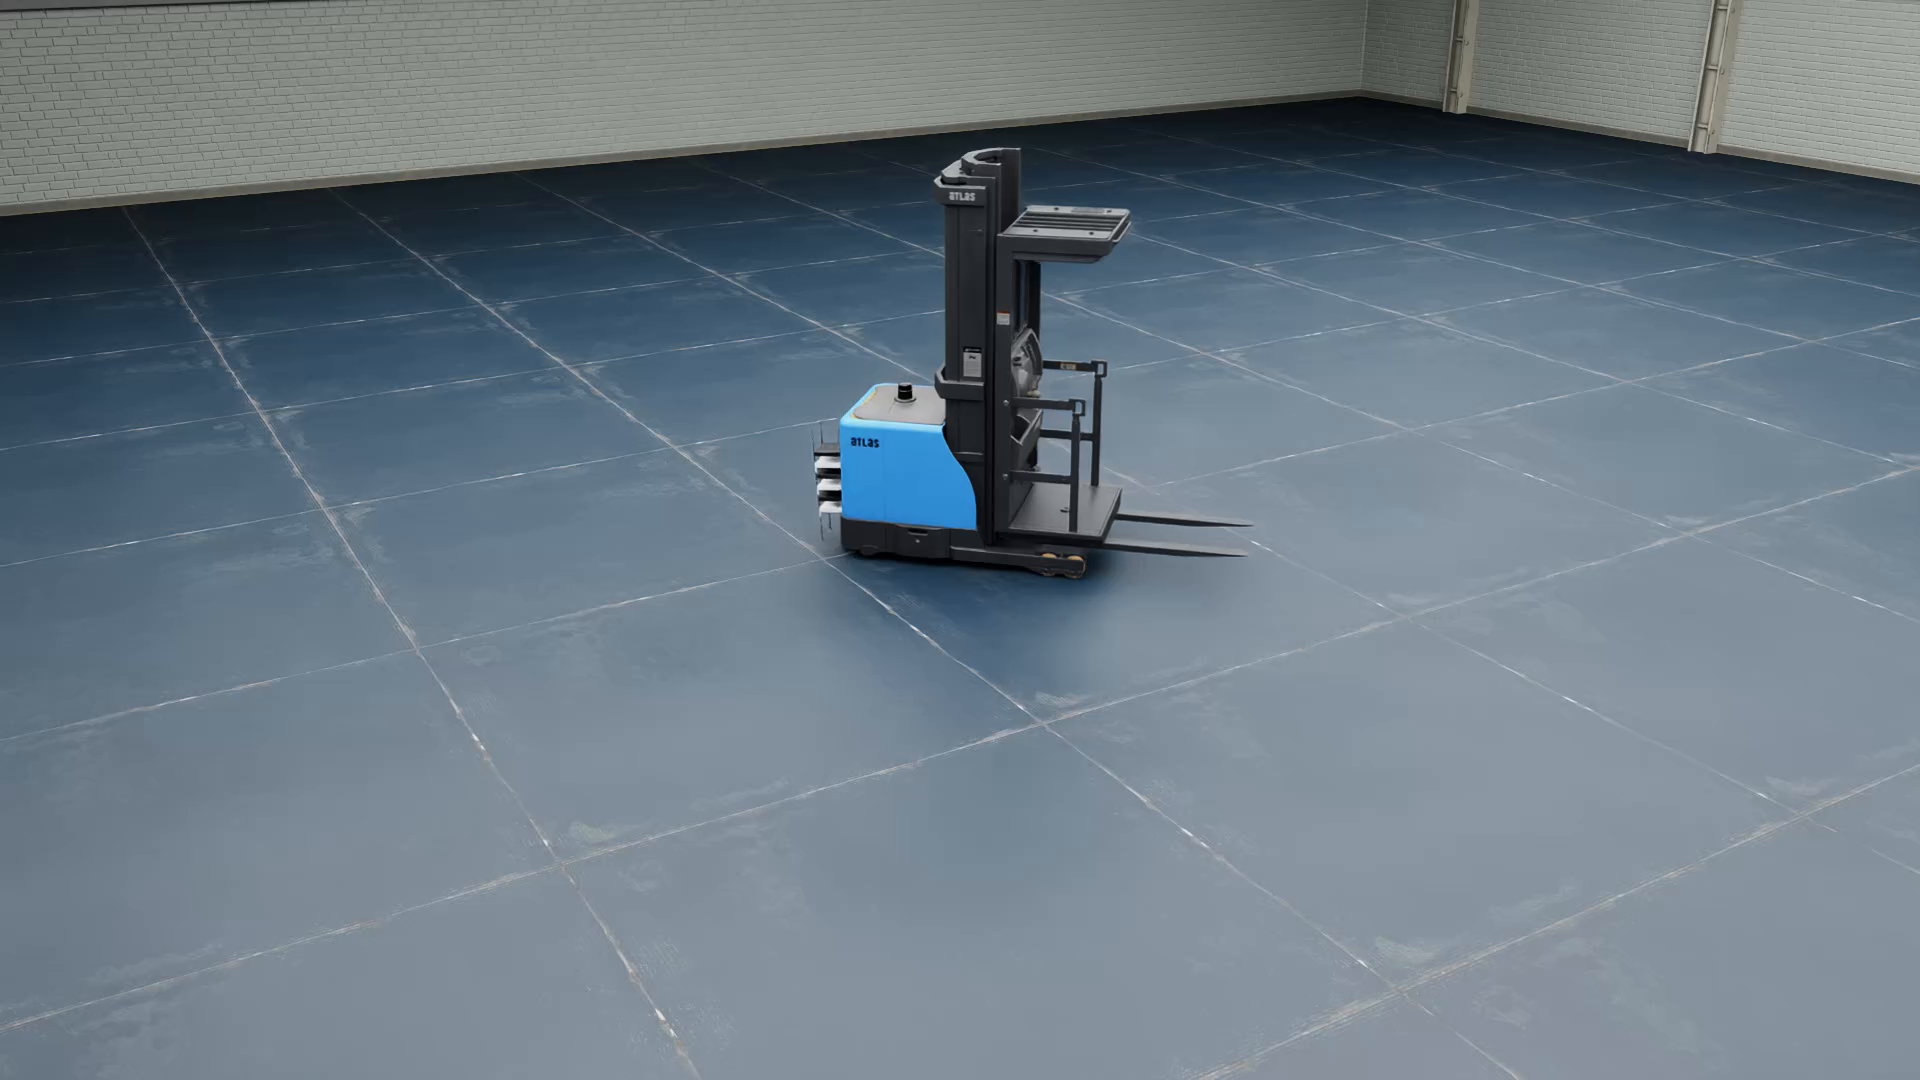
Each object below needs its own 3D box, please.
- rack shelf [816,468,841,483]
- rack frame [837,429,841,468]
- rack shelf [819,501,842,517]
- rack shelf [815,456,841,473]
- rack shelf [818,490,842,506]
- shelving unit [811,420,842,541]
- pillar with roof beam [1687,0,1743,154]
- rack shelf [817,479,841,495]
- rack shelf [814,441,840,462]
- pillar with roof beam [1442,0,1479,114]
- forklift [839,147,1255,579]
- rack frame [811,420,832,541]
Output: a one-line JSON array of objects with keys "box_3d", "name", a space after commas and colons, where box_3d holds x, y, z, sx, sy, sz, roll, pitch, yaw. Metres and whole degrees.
[{"box_3d": [-0.966, -0.506, 12.696, 0.200, 0.077, 0.258, 1, 22, 13], "name": "rack shelf"}, {"box_3d": [-0.863, -0.451, 12.693, 0.006, 0.900, 0.240, 1, 22, 13], "name": "rack frame"}, {"box_3d": [-0.949, -0.255, 12.794, 0.200, 0.077, 0.258, 1, 22, 13], "name": "rack shelf"}, {"box_3d": [-0.971, -0.590, 12.663, 0.200, 0.077, 0.258, 1, 22, 13], "name": "rack shelf"}, {"box_3d": [-0.955, -0.339, 12.761, 0.200, 0.077, 0.258, 1, 22, 13], "name": "rack shelf"}, {"box_3d": [-0.962, -0.453, 12.716, 0.210, 0.900, 0.258, 1, 22, 13], "name": "shelving unit"}, {"box_3d": [9.745, -10.378, 26.393, 9.100, 9.000, 0.400, -13, 25, -28], "name": "pillar with roof beam"}, {"box_3d": [-0.960, -0.422, 12.728, 0.200, 0.077, 0.258, 1, 22, 13], "name": "rack shelf"}, {"box_3d": [-0.977, -0.673, 12.630, 0.200, 0.077, 0.258, 1, 22, 13], "name": "rack shelf"}, {"box_3d": [6.680, -12.320, 31.171, 9.100, 9.000, 0.400, -13, 25, -28], "name": "pillar with roof beam"}, {"box_3d": [0.675, -1.293, 12.101, 3.031, 2.935, 1.130, 5, 23, 12], "name": "forklift"}, {"box_3d": [-1.061, -0.456, 12.739, 0.006, 0.900, 0.240, 1, 22, 13], "name": "rack frame"}]
